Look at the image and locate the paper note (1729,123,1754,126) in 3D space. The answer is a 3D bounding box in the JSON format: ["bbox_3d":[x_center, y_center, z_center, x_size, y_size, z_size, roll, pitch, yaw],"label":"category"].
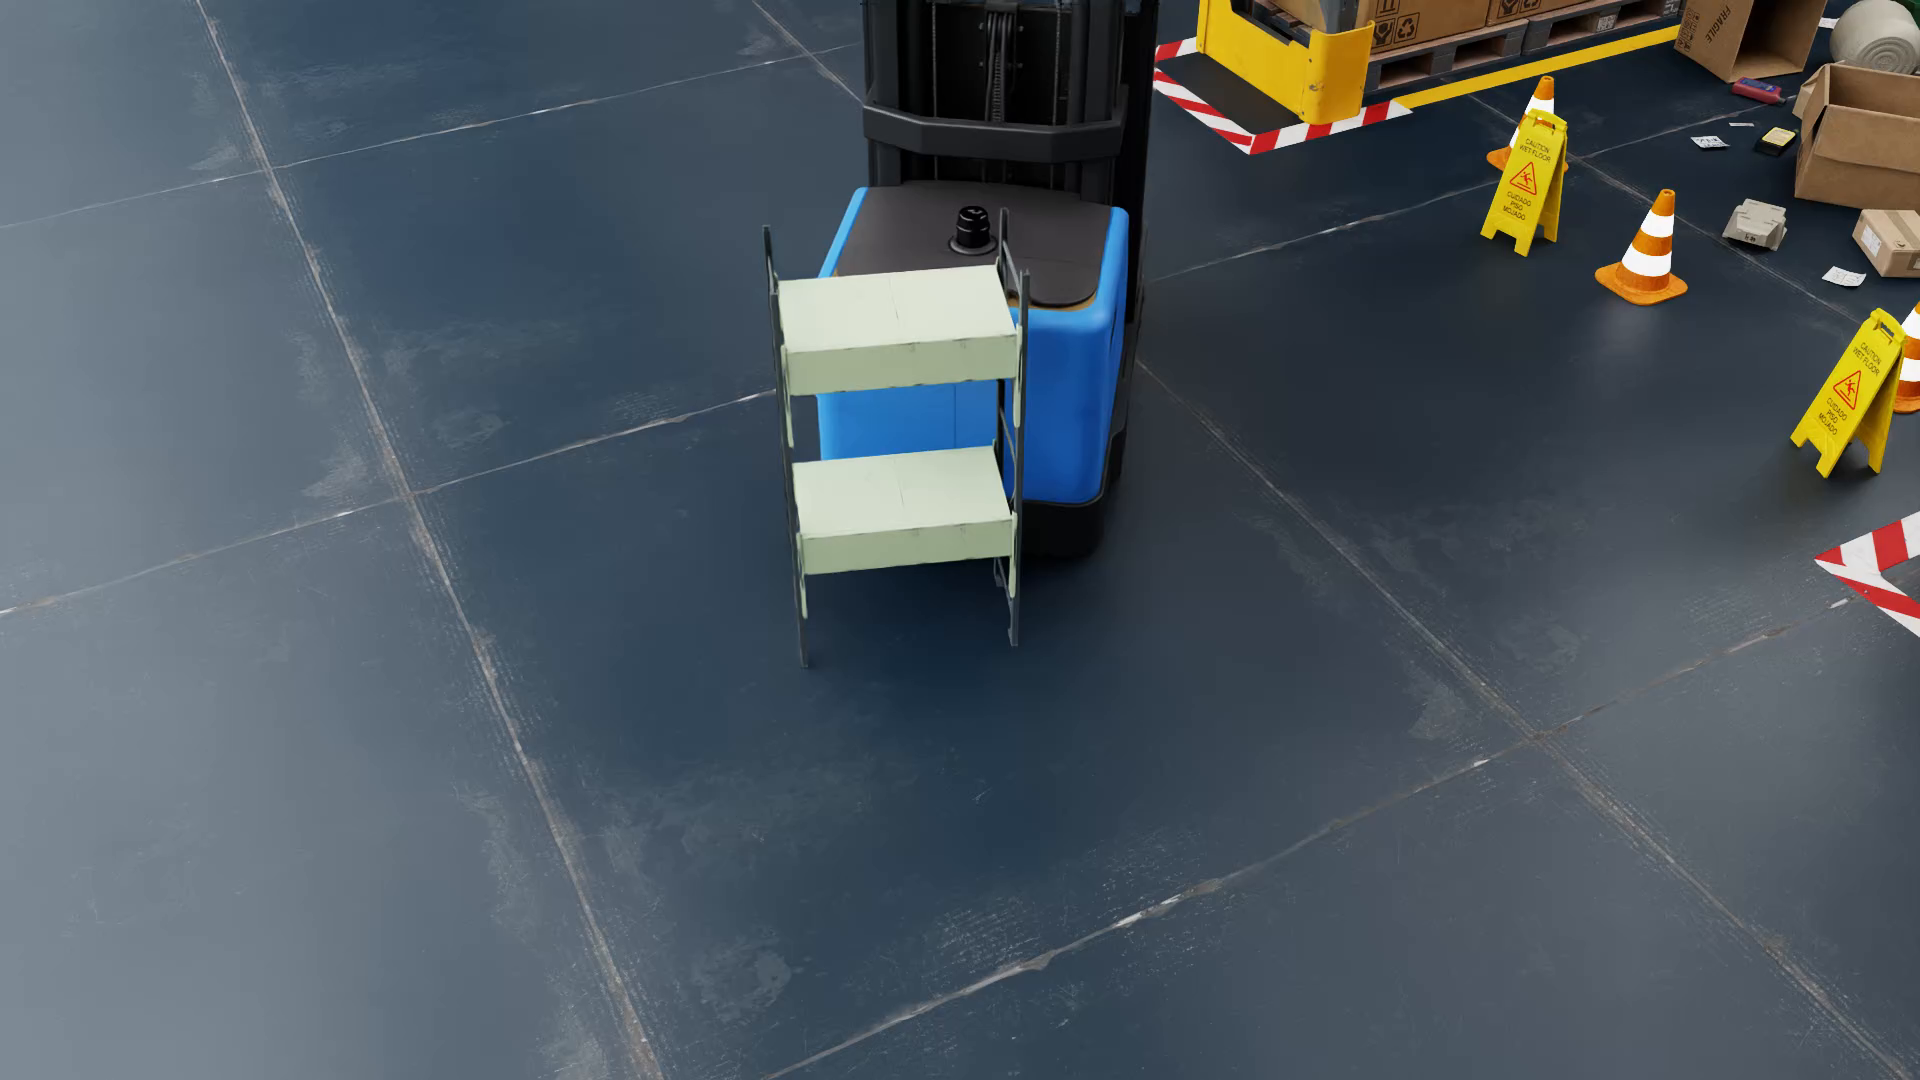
[{"bbox_3d":[4.163,-2.212,8.855,0.123,0.001,0.032,2,40,2],"label":"paper note"}]

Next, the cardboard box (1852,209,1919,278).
[{"bbox_3d":[4.387,-1.386,7.772,0.250,0.149,0.380,2,40,2],"label":"cardboard box"}]

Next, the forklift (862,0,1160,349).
[{"bbox_3d":[0.227,-2.009,6.355,1.121,2.935,3.031,6,41,7],"label":"forklift"}]

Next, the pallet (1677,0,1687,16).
[{"bbox_3d":[4.619,-3.679,10.433,1.213,0.211,1.003,-19,44,-21],"label":"pallet"}]

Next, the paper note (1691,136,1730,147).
[{"bbox_3d":[3.920,-2.081,8.686,0.142,0.017,0.144,-5,40,-6],"label":"paper note"}]

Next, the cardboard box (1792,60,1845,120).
[{"bbox_3d":[4.656,-2.314,8.778,0.258,0.266,0.396,-12,42,-13],"label":"cardboard box"}]

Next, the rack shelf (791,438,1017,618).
[{"bbox_3d":[-0.199,-0.044,5.645,0.720,0.370,0.431,-5,41,-6],"label":"rack shelf"}]

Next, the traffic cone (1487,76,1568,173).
[{"bbox_3d":[2.909,-2.108,8.383,0.334,0.463,0.336,-19,44,-21],"label":"traffic cone"}]

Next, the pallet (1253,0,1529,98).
[{"bbox_3d":[2.455,-2.951,9.573,1.213,0.211,1.003,-19,44,-21],"label":"pallet"}]

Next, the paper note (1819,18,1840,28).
[{"bbox_3d":[5.152,-3.073,9.856,0.147,0.020,0.142,15,42,17],"label":"paper note"}]

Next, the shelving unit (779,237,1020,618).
[{"bbox_3d":[-0.194,-0.293,5.435,0.731,1.308,0.431,-5,41,-6],"label":"shelving unit"}]

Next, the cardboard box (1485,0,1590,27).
[{"bbox_3d":[3.132,-3.585,9.483,0.875,0.875,0.875,-19,44,-21],"label":"cardboard box"}]

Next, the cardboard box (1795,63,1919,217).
[{"bbox_3d":[4.547,-1.948,8.161,0.797,0.503,0.637,15,42,17],"label":"cardboard box"}]

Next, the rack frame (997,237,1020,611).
[{"bbox_3d":[0.163,-0.326,5.474,0.010,1.308,0.380,-5,41,-6],"label":"rack frame"}]

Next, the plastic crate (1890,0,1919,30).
[{"bbox_3d":[5.781,-3.072,9.689,0.662,0.188,0.450,2,30,2],"label":"plastic crate"}]

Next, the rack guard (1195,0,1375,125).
[{"bbox_3d":[1.761,-2.771,9.136,0.348,0.500,1.175,-19,44,-21],"label":"rack guard"}]

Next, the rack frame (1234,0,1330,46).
[{"bbox_3d":[1.780,-3.734,8.339,0.053,2.616,0.949,-19,44,-21],"label":"rack frame"}]

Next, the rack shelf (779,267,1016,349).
[{"bbox_3d":[-0.199,-0.665,5.119,0.686,0.124,0.368,-5,41,-6],"label":"rack shelf"}]

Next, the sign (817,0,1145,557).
[{"bbox_3d":[0.130,-1.601,5.953,2.025,2.768,2.177,-19,44,-21],"label":"sign"}]

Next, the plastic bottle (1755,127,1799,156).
[{"bbox_3d":[4.269,-2.091,8.673,0.133,0.061,0.283,31,49,31],"label":"plastic bottle"}]

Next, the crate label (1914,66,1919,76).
[{"bbox_3d":[5.477,-2.715,9.352,0.298,0.136,0.250,15,42,17],"label":"crate label"}]
